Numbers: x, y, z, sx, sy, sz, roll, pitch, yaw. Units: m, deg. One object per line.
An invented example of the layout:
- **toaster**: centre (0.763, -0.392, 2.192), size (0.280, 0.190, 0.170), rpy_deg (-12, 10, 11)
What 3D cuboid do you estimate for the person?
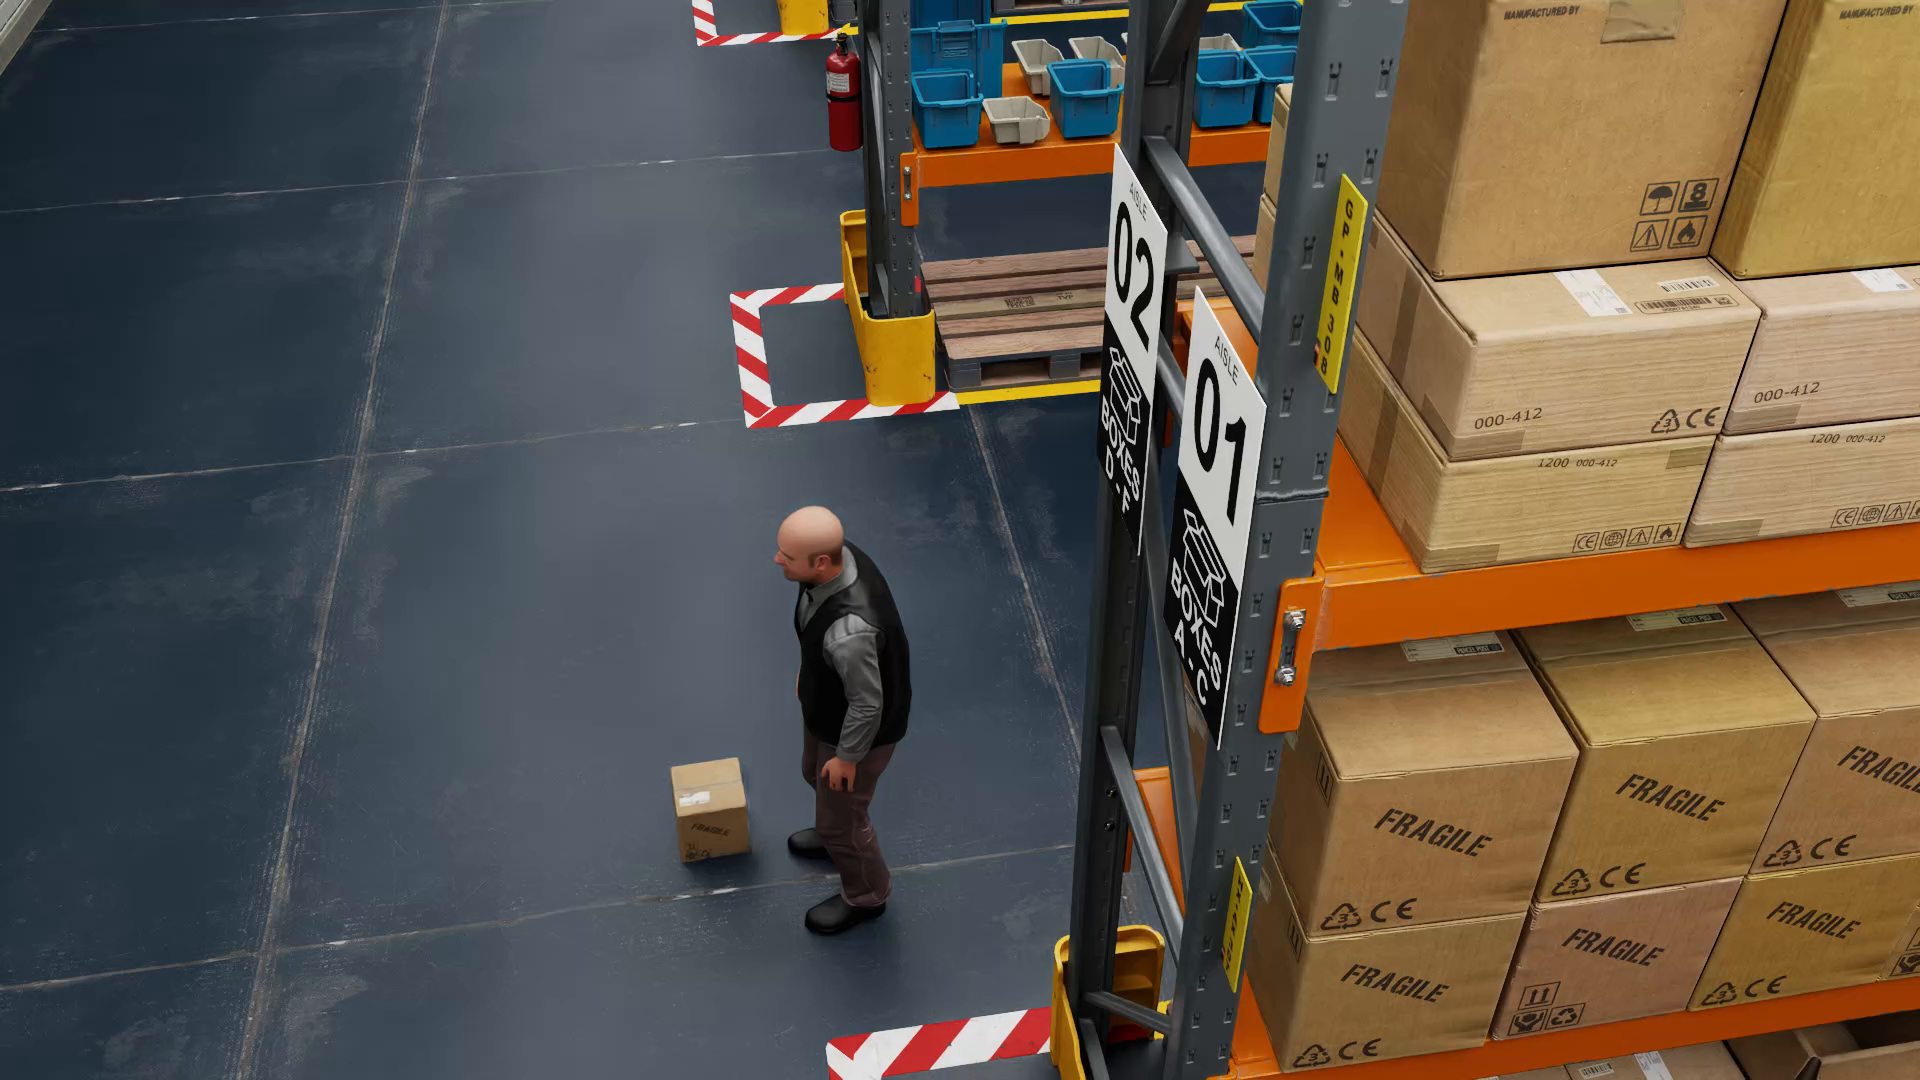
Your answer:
- **person**: centre (-0.373, 0.571, 5.451), size (0.421, 1.721, 0.571), rpy_deg (-9, 39, -11)
